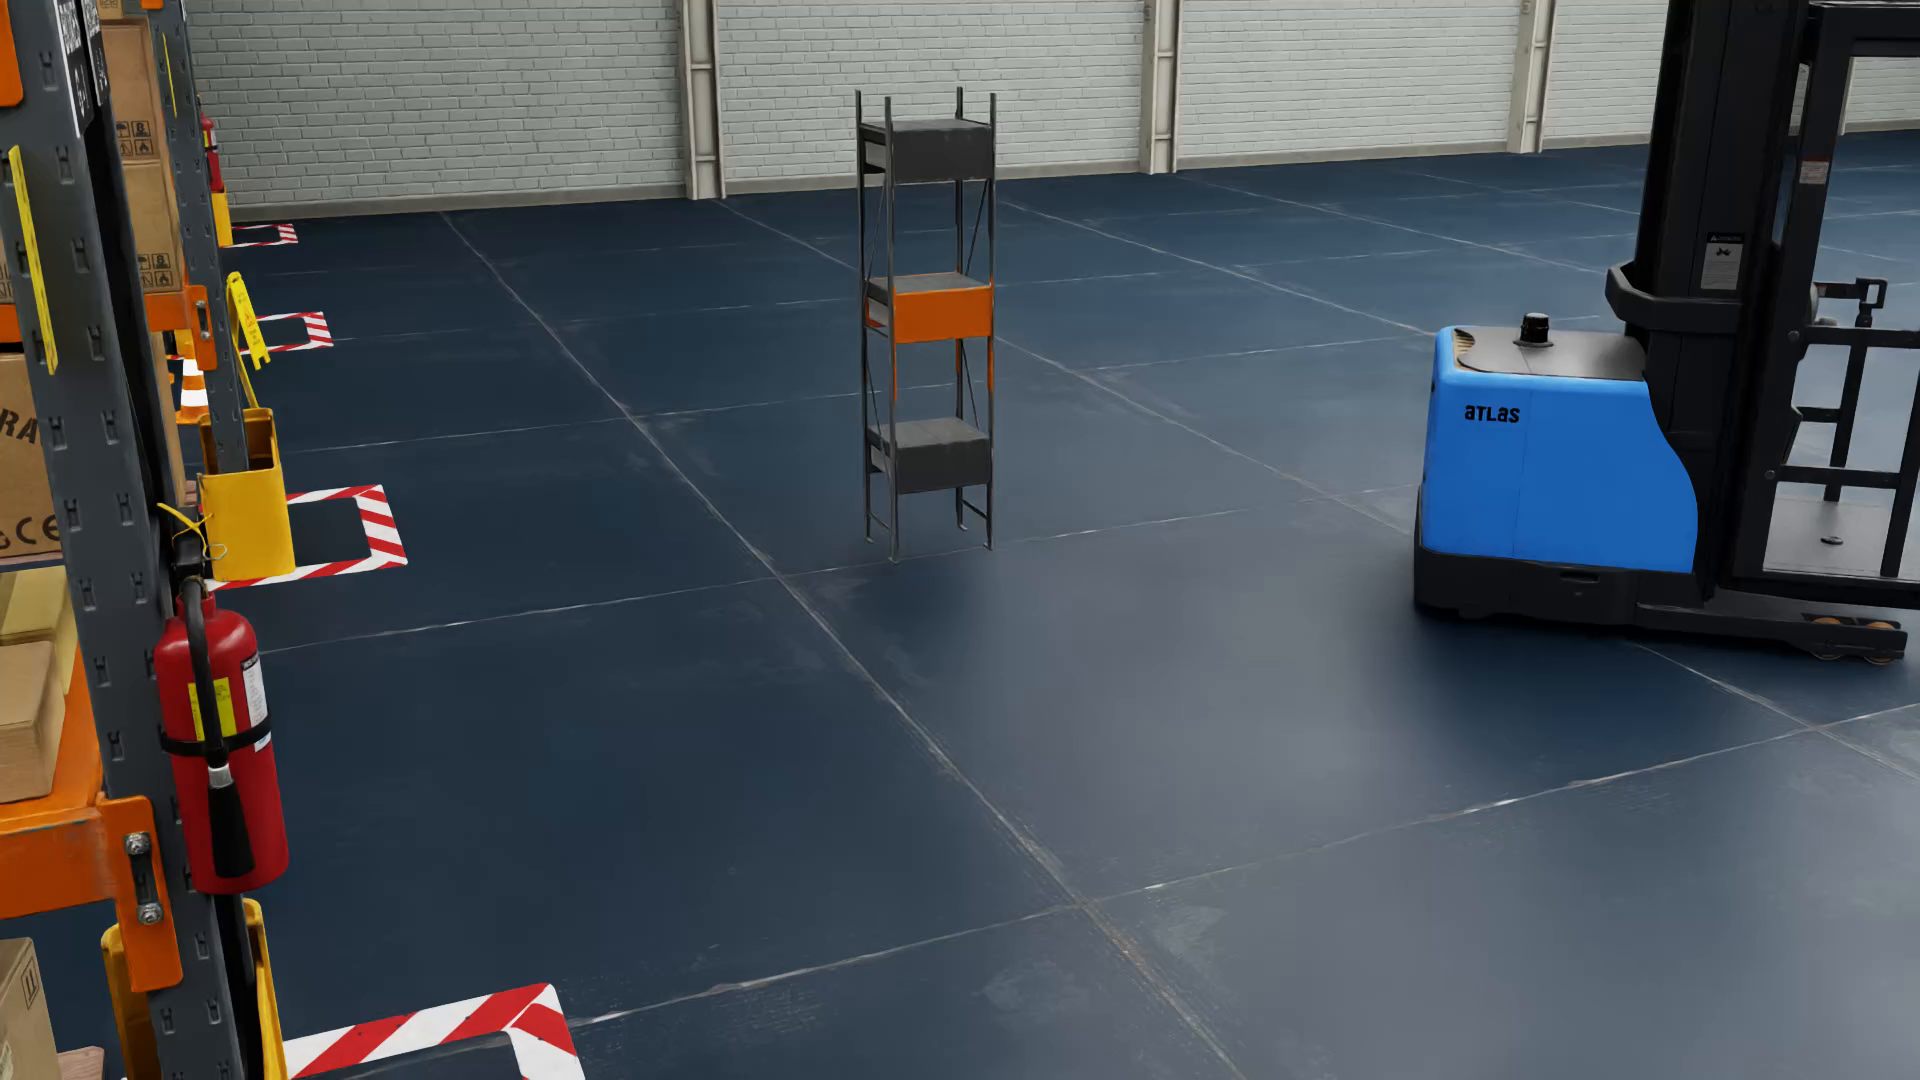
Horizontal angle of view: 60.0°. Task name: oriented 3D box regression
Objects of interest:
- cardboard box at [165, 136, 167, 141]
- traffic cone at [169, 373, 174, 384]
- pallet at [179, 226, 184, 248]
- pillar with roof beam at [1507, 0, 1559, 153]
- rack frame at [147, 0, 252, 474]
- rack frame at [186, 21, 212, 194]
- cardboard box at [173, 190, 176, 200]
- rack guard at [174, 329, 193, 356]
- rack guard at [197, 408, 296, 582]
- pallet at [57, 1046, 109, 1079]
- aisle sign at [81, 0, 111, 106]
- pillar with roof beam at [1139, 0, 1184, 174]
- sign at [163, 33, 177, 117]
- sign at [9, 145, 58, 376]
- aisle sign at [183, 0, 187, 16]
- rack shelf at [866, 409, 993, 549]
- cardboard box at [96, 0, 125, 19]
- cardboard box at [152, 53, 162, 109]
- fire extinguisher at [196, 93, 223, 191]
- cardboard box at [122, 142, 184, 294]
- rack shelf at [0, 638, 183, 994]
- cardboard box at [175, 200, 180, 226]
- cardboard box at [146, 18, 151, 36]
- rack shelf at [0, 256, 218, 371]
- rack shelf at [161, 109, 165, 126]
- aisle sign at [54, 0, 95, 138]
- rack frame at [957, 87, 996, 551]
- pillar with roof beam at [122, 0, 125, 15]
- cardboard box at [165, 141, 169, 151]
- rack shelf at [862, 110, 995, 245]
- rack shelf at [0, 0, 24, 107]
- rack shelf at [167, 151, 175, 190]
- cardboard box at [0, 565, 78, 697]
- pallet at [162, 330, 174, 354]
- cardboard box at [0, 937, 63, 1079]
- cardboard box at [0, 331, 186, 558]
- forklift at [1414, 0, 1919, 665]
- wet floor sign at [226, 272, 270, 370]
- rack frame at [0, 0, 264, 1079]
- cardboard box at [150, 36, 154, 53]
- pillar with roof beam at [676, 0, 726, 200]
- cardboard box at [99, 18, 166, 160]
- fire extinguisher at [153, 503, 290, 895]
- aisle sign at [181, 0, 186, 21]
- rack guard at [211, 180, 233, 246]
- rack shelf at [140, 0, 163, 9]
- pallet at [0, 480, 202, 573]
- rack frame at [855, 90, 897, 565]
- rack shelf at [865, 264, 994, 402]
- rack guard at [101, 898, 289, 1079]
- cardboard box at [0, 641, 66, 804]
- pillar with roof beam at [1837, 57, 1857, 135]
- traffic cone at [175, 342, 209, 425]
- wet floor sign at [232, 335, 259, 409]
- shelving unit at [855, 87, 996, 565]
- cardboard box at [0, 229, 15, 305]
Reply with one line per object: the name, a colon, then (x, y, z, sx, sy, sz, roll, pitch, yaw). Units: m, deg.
cardboard box: (-7.980, -3.791, 16.275, 0.500, 0.250, 0.500, -8, 21, -23)
traffic cone: (-5.378, -1.264, 10.916, 0.334, 0.463, 0.336, -8, 21, -22)
pallet: (-8.150, -2.995, 16.211, 1.213, 0.211, 1.003, -8, 21, -22)
pillar with roof beam: (9.773, -8.492, 18.591, 0.400, 9.000, 9.100, -8, 21, -22)
rack frame: (-3.441, -1.415, 7.523, 0.127, 3.000, 1.000, -8, 21, -22)
rack frame: (-7.464, -4.424, 16.070, 0.127, 3.000, 1.000, -8, 21, -22)
cardboard box: (-7.787, -3.402, 15.921, 0.500, 0.250, 0.500, -8, 21, -23)
rack guard: (-5.564, -1.722, 12.159, 0.348, 0.500, 1.175, -8, 21, -22)
rack guard: (-3.419, -0.239, 7.947, 0.348, 0.500, 1.175, -8, 21, -22)
pallet: (-2.399, 1.533, 3.351, 1.213, 0.211, 1.003, -8, 21, -22)
aisle sign: (-1.631, -1.215, 3.041, 0.004, 0.787, 0.394, -8, 21, -22)
pillar with roof beam: (4.263, -7.703, 16.349, 0.400, 9.000, 9.100, -8, 21, -22)
sign: (-3.239, -1.905, 6.816, 0.005, 0.325, 0.100, -8, 21, -22)
sign: (-1.368, -0.412, 2.457, 0.005, 0.325, 0.100, -8, 21, -22)
aisle sign: (-3.495, -2.742, 7.378, 0.004, 0.787, 0.394, -8, 21, -22)
rack shelf: (-0.152, -0.295, 7.848, 0.480, 0.518, 0.431, -8, 21, -22)
cardboard box: (-5.877, -3.436, 11.161, 0.500, 0.500, 0.700, -9, 21, -23)
cardboard box: (-7.812, -4.326, 15.642, 0.500, 0.500, 0.500, -9, 21, -23)
fire extinguisher: (-5.207, -2.749, 11.429, 0.183, 0.674, 0.296, -8, 21, -22)
cardboard box: (-3.764, -1.423, 7.320, 0.550, 0.550, 0.875, -8, 21, -22)
rack shelf: (-3.405, 0.714, 2.562, 4.000, 0.370, 1.077, -8, 21, -22)
cardboard box: (-7.770, -3.167, 16.008, 0.500, 0.250, 0.500, -8, 21, -22)
cardboard box: (-7.709, -4.806, 15.580, 0.250, 0.149, 0.380, -8, 21, -22)
rack shelf: (-5.277, -0.812, 6.895, 4.000, 0.370, 1.077, -8, 21, -22)
rack shelf: (-9.300, -3.822, 15.442, 4.000, 0.370, 1.077, -8, 21, -22)
aisle sign: (-1.393, -1.032, 2.521, 0.004, 0.787, 0.394, -8, 21, -22)
rack frame: (0.072, -1.001, 7.703, 0.015, 2.100, 0.400, -8, 21, -22)
pillar with roof beam: (-6.755, -6.124, 11.866, 0.400, 9.000, 9.100, -8, 21, -22)
cardboard box: (-7.763, -3.641, 15.849, 0.500, 0.250, 0.500, -7, 21, -20)
rack shelf: (-0.152, -1.616, 7.384, 0.480, 0.518, 0.431, -8, 21, -22)
rack shelf: (-3.405, -0.701, 2.064, 4.000, 0.370, 1.077, -8, 21, -22)
rack shelf: (-7.331, -2.308, 11.145, 4.000, 0.370, 1.077, -8, 21, -22)
cardboard box: (-1.925, 0.195, 3.331, 0.250, 0.149, 0.380, -8, 21, -22)
pallet: (-6.324, -1.489, 11.934, 1.213, 0.211, 1.003, -8, 21, -22)
cardboard box: (-2.149, 1.169, 3.316, 0.500, 0.500, 0.500, -4, 20, -12)
cardboard box: (-4.037, -0.501, 7.496, 0.875, 0.875, 0.875, -8, 21, -22)
forklift: (3.515, -1.081, 6.679, 3.031, 2.935, 1.130, 5, 20, 14)
wet floor sign: (-4.896, -1.499, 11.308, 0.232, 0.644, 0.267, -1, 19, -3)
rack frame: (-1.570, 0.110, 3.192, 0.053, 2.616, 0.949, -8, 21, -22)
cardboard box: (-7.671, -4.646, 15.574, 0.250, 0.149, 0.380, -8, 21, -21)
pillar with roof beam: (-1.246, -6.913, 14.107, 0.400, 9.000, 9.100, -8, 21, -22)
cardboard box: (-3.797, -1.958, 7.214, 0.550, 0.550, 0.875, -8, 21, -22)
fire extinguisher: (-1.281, 0.273, 2.846, 0.183, 0.674, 0.296, -8, 21, -22)
aisle sign: (-3.257, -2.559, 6.858, 0.004, 0.787, 0.394, -8, 21, -22)
rack guard: (-7.442, -3.248, 16.494, 0.348, 0.500, 1.175, -8, 21, -22)
rack shelf: (-5.277, -2.227, 6.397, 4.000, 0.370, 1.077, -8, 21, -22)
pallet: (-4.144, 0.030, 7.620, 1.213, 0.211, 1.003, -8, 21, -22)
rack frame: (-0.376, -0.937, 7.520, 0.015, 2.100, 0.400, -8, 21, -22)
rack shelf: (-0.152, -0.956, 7.616, 0.480, 0.518, 0.431, -8, 21, -22)
rack guard: (-1.639, 1.300, 3.576, 0.348, 0.500, 1.175, -8, 21, -22)
cardboard box: (-1.749, 0.330, 2.946, 0.250, 0.149, 0.380, -8, 21, -22)
pillar with roof beam: (15.282, -9.281, 20.833, 0.400, 9.000, 9.100, -8, 21, -22)
traffic cone: (-4.626, -0.971, 10.082, 0.334, 0.463, 0.336, -8, 21, -22)
wet floor sign: (-4.199, -0.912, 9.640, 0.232, 0.644, 0.267, -12, 23, -31)
shelving unit: (-0.152, -0.969, 7.611, 0.503, 2.100, 0.431, -8, 21, -22)
cardboard box: (-4.260, -1.344, 7.096, 0.550, 0.550, 0.875, -8, 21, -22)
